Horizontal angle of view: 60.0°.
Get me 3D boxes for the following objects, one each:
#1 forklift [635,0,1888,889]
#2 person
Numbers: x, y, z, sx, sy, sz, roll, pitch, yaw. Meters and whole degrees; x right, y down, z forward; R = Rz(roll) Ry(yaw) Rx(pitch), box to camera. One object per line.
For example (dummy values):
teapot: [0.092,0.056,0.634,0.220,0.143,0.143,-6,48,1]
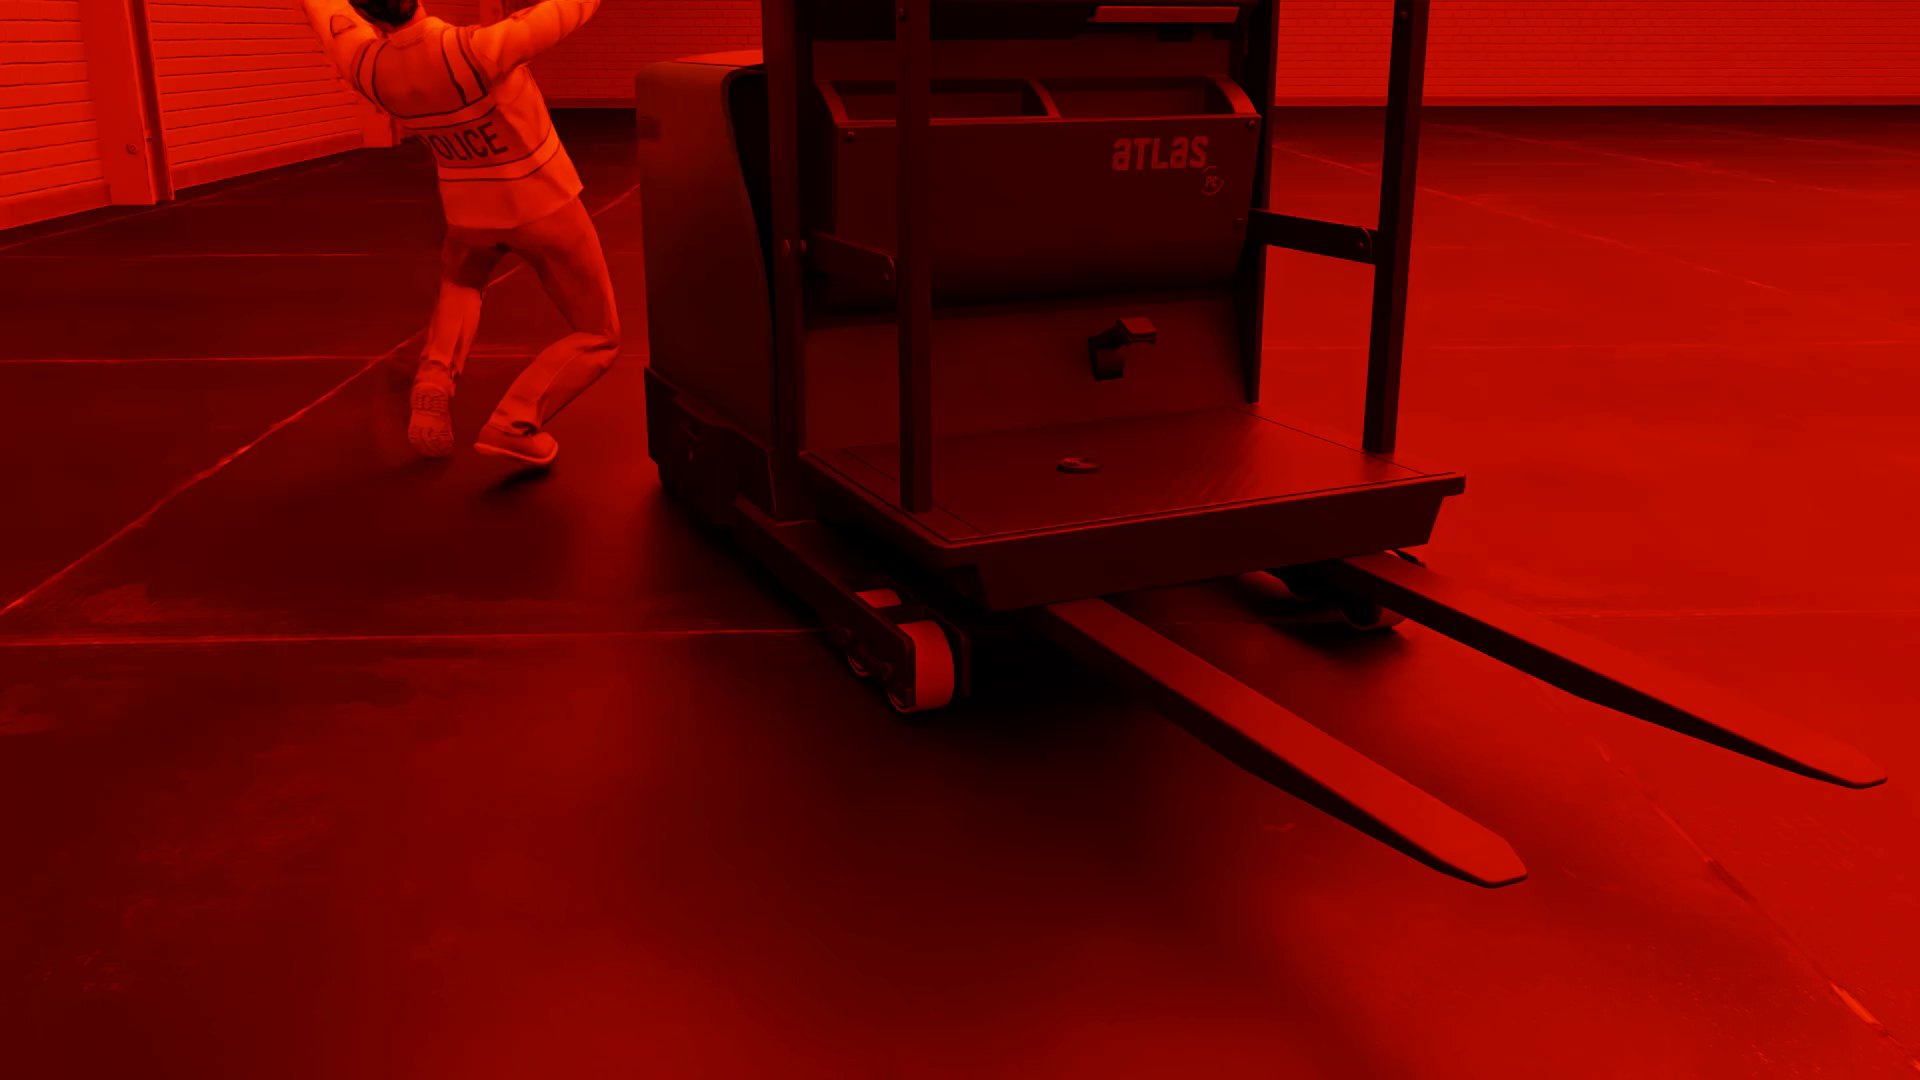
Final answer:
forklift: [0.258,-1.240,2.962,1.130,2.935,3.031,-8,19,-24]
person: [-1.332,-0.930,4.341,0.876,1.540,0.755,6,18,19]
